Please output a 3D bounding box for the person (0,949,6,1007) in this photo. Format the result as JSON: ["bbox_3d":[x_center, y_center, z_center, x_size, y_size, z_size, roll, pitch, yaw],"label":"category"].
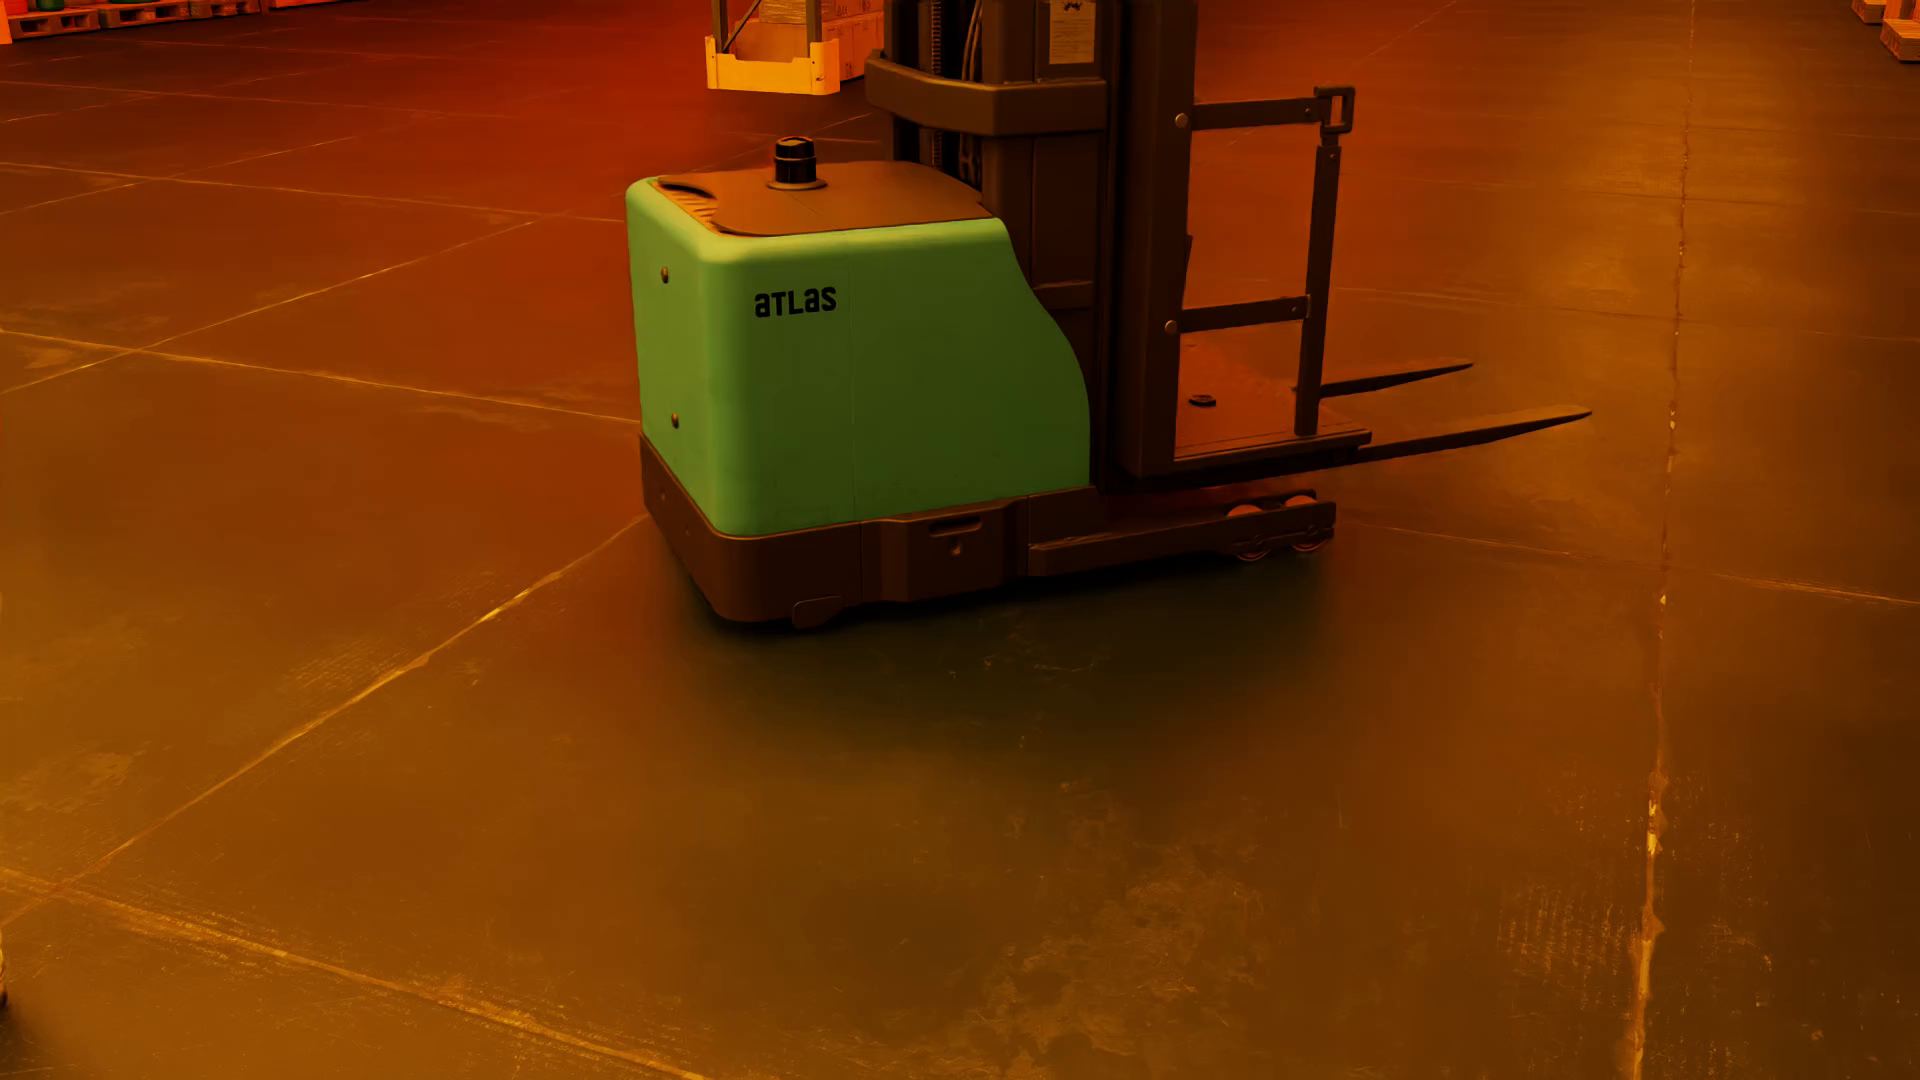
[{"bbox_3d":[-1.946,0.145,2.533,1.026,1.806,0.580,6,23,14],"label":"person"}]

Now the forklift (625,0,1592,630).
[{"bbox_3d":[0.582,-1.467,4.801,3.031,2.935,1.130,-9,24,-21],"label":"forklift"}]
